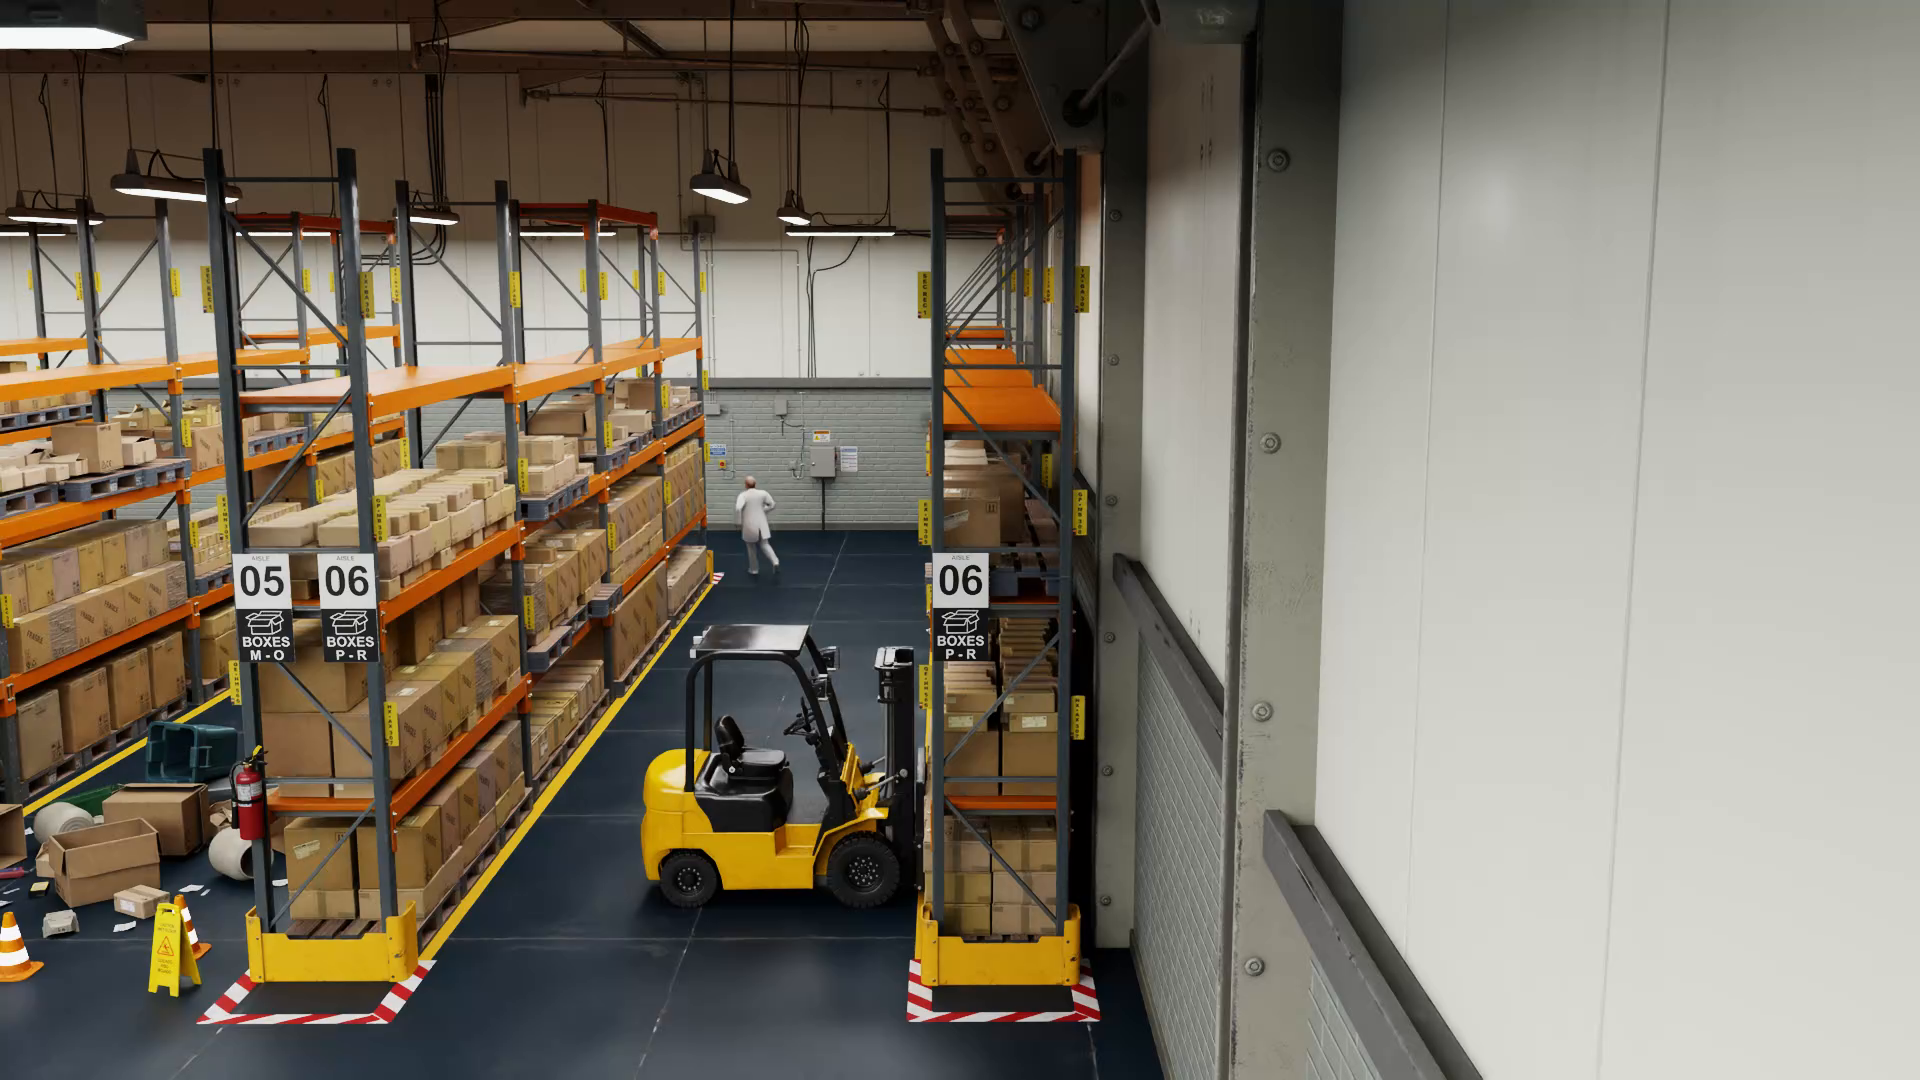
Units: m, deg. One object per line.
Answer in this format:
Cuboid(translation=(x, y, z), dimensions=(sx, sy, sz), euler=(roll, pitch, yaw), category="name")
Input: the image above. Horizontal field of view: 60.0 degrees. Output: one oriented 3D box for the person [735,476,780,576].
Cuboid(translation=(-3.518, -0.236, 28.283), dimensions=(0.768, 1.726, 1.087), euler=(-5, 10, -26), category="person")
